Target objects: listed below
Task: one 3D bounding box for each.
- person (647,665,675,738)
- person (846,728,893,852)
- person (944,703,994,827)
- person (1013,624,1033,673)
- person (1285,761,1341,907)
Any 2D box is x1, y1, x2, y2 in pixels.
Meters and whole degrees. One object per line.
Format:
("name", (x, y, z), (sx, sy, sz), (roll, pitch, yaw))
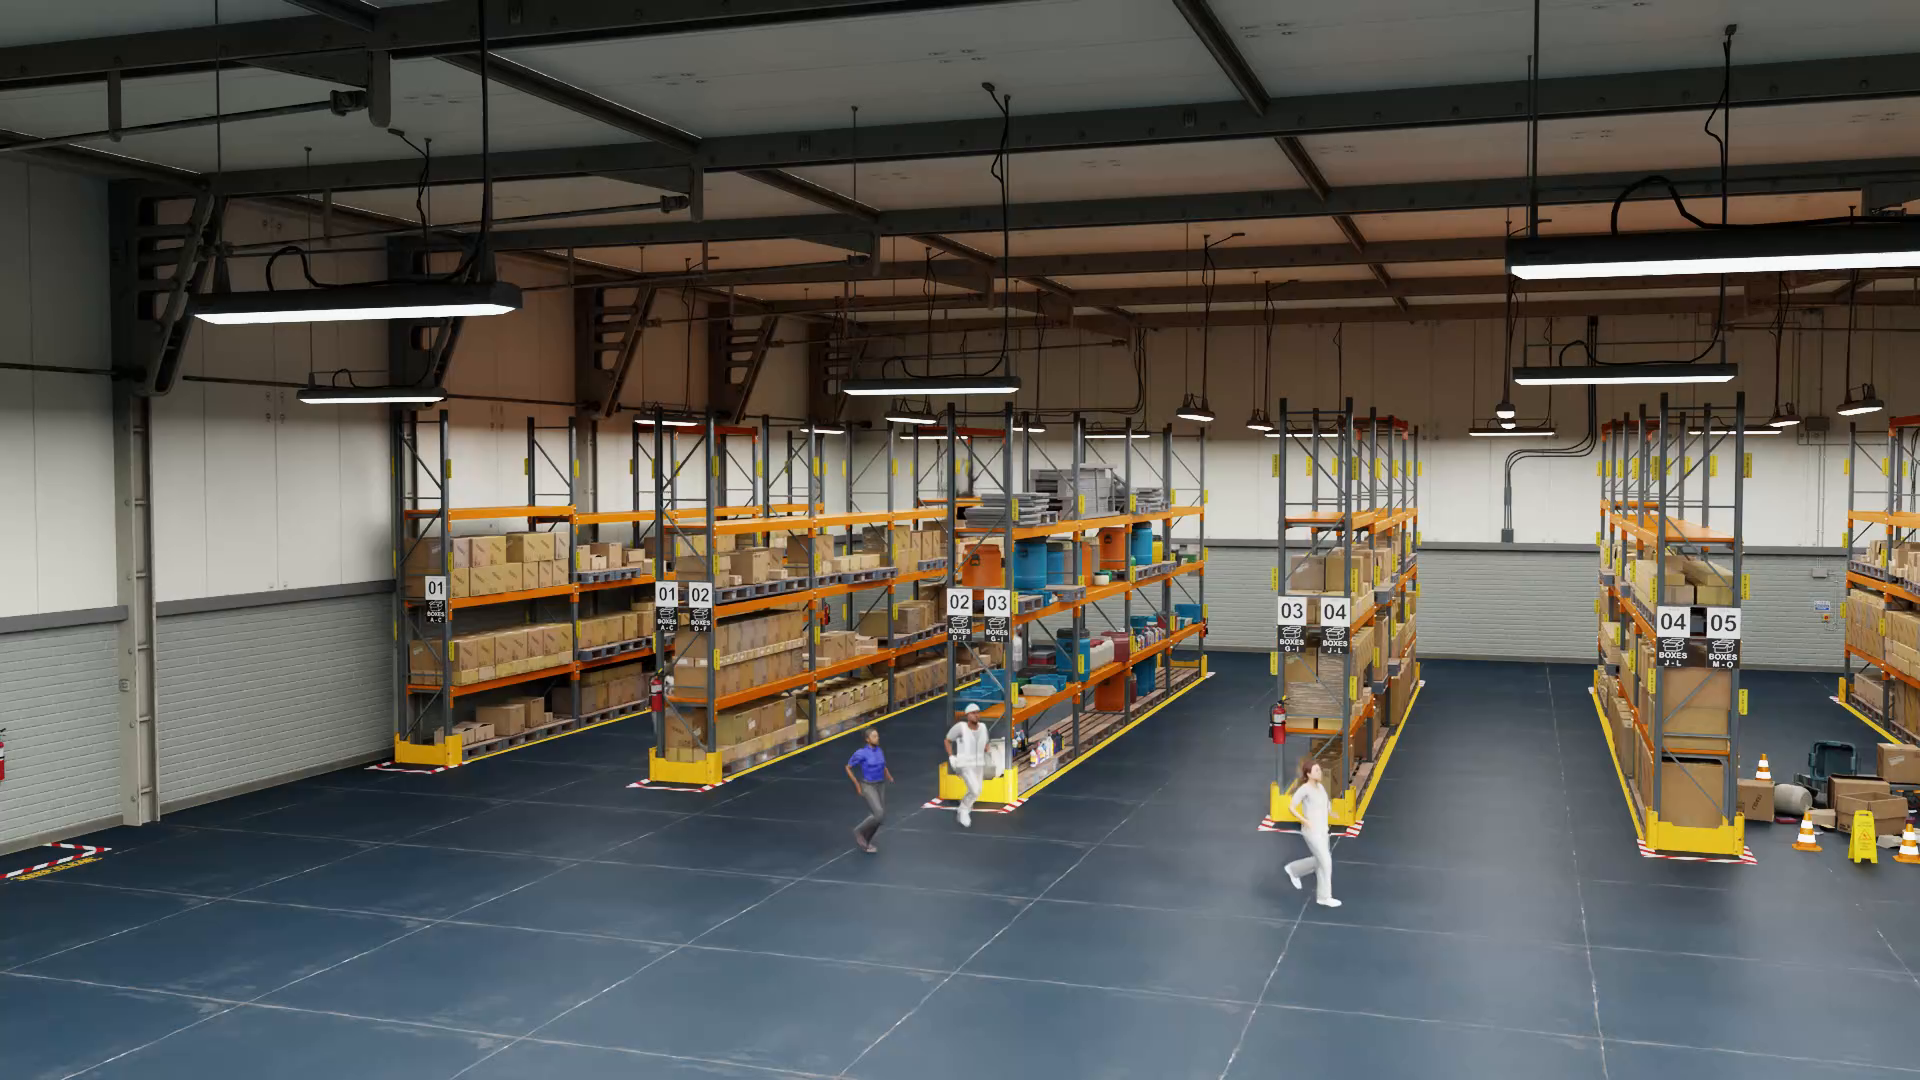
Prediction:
("person", (-5.193, 2.947, 28.910), (0.581, 1.622, 0.500), (1, 2, 12))
("person", (-1.109, 3.259, 21.606), (0.569, 1.615, 0.560), (2, 3, 40))
("person", (0.166, 3.127, 23.164), (0.609, 1.709, 0.740), (-2, 3, -36))
("person", (1.292, 2.628, 36.194), (0.574, 1.658, 0.558), (0, 2, 3))
("person", (4.053, 3.357, 19.179), (0.575, 1.635, 0.802), (-2, 3, -44))
